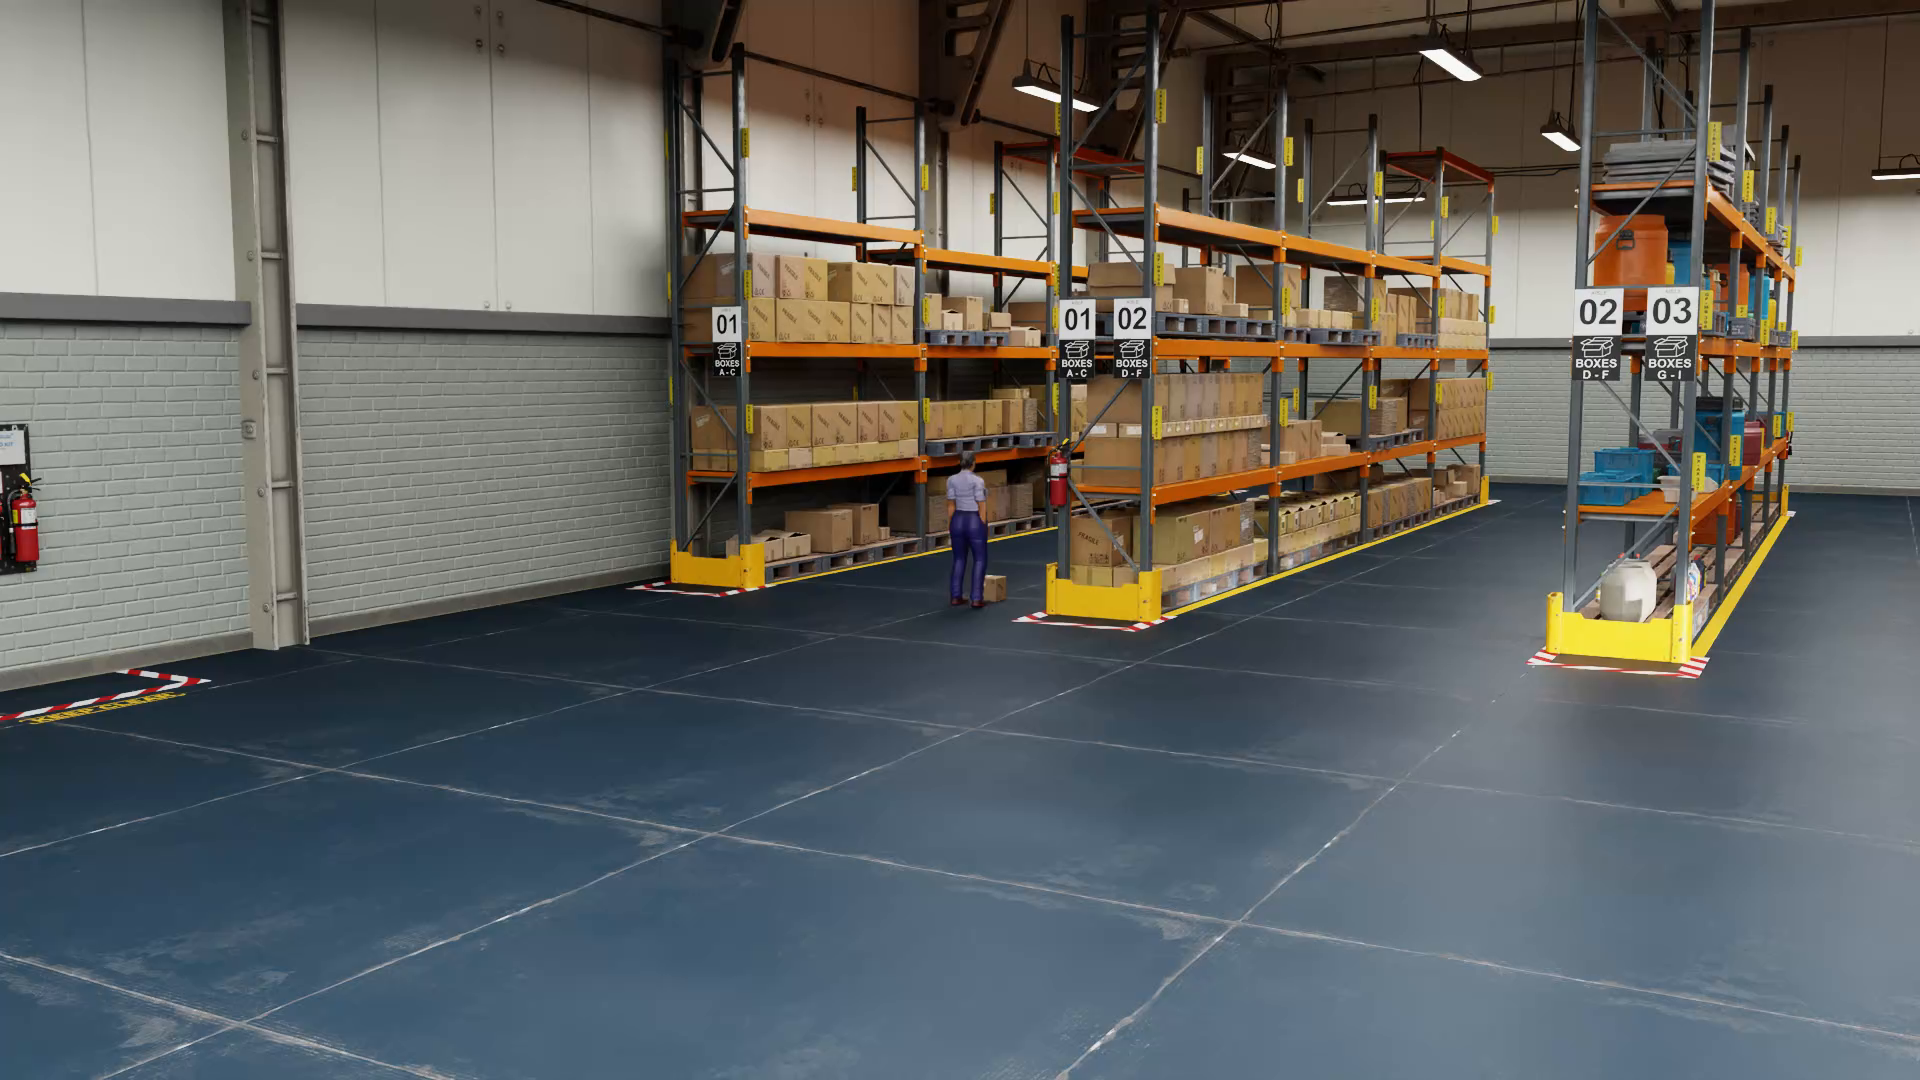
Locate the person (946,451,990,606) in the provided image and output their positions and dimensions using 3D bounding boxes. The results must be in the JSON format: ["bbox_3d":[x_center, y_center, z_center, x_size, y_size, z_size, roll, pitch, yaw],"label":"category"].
[{"bbox_3d":[0.081,-0.119,17.626,0.470,1.648,0.341,3,7,30],"label":"person"}]
